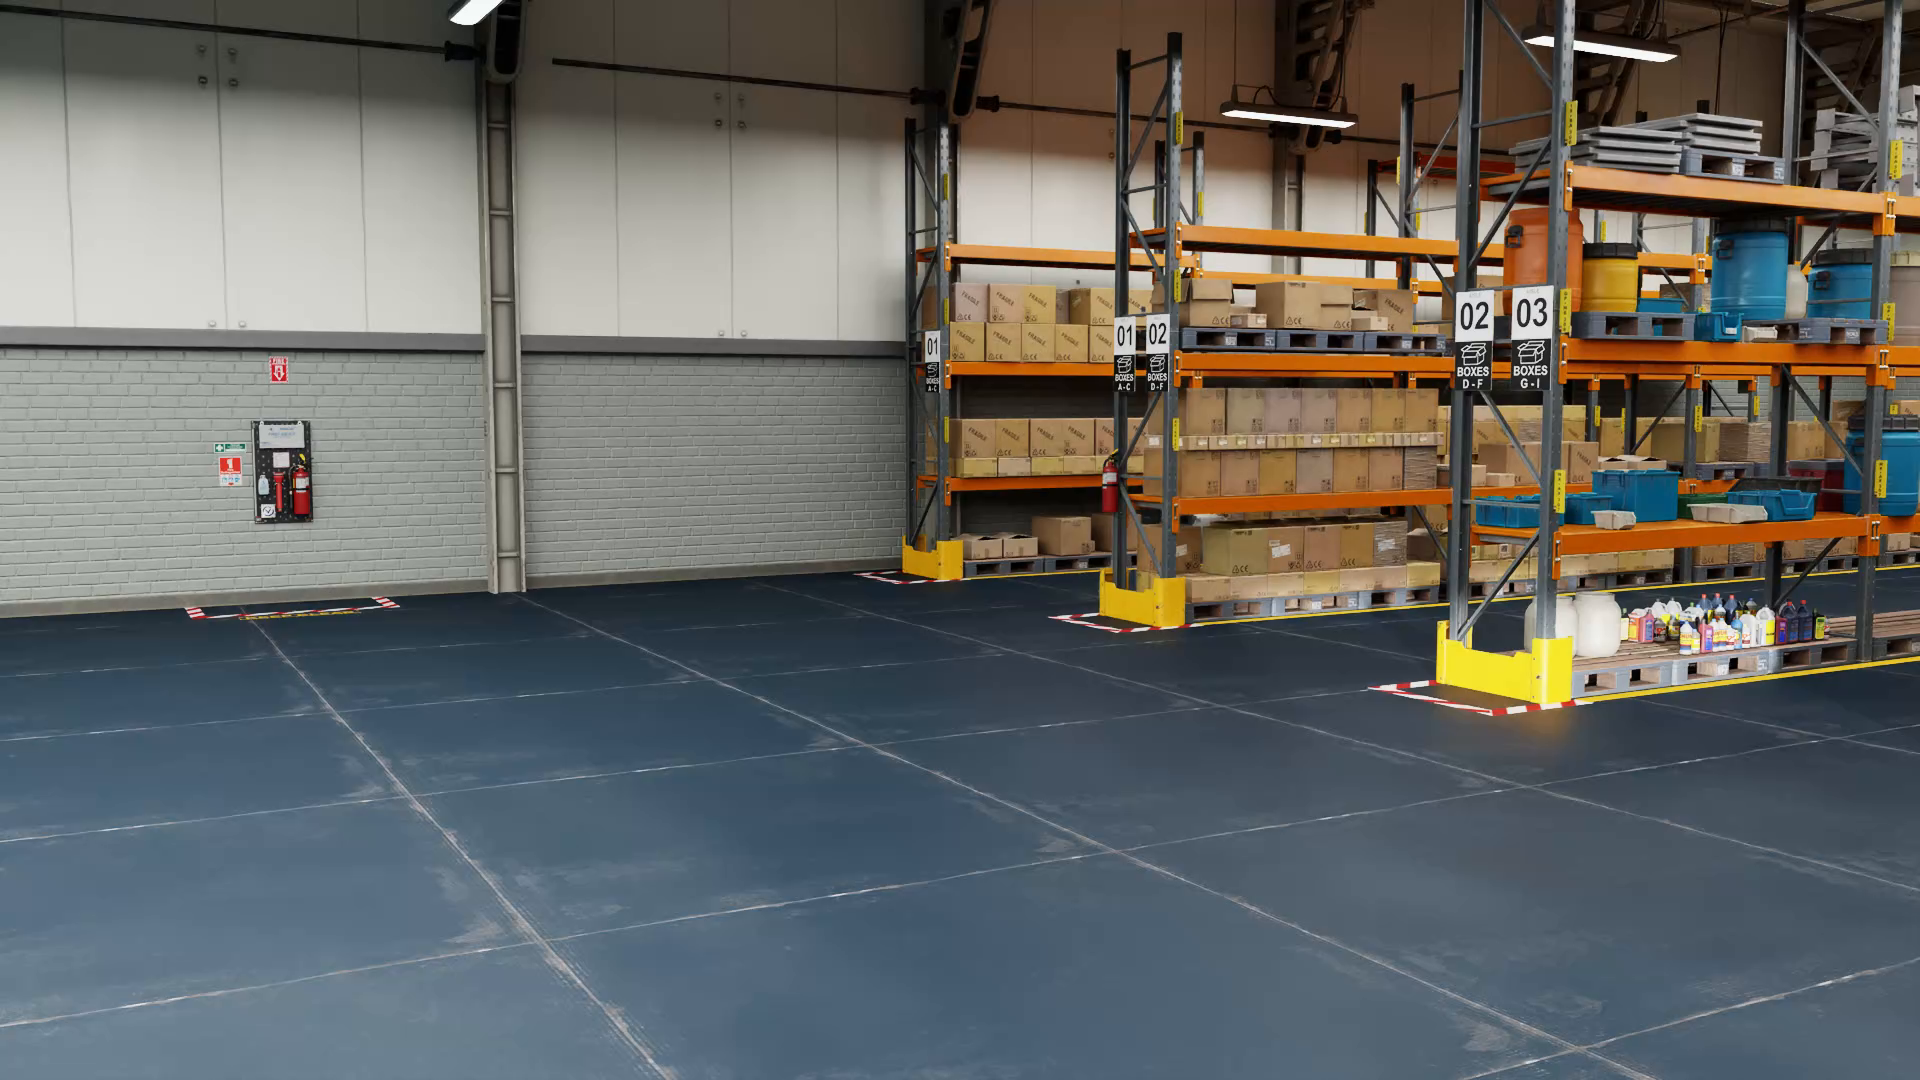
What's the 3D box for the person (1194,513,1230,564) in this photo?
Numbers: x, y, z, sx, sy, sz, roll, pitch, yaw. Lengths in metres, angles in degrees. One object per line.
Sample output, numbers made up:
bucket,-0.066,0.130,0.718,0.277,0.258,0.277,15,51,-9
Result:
person,2.988,-0.266,19.926,0.710,1.771,0.574,-3,6,-32
